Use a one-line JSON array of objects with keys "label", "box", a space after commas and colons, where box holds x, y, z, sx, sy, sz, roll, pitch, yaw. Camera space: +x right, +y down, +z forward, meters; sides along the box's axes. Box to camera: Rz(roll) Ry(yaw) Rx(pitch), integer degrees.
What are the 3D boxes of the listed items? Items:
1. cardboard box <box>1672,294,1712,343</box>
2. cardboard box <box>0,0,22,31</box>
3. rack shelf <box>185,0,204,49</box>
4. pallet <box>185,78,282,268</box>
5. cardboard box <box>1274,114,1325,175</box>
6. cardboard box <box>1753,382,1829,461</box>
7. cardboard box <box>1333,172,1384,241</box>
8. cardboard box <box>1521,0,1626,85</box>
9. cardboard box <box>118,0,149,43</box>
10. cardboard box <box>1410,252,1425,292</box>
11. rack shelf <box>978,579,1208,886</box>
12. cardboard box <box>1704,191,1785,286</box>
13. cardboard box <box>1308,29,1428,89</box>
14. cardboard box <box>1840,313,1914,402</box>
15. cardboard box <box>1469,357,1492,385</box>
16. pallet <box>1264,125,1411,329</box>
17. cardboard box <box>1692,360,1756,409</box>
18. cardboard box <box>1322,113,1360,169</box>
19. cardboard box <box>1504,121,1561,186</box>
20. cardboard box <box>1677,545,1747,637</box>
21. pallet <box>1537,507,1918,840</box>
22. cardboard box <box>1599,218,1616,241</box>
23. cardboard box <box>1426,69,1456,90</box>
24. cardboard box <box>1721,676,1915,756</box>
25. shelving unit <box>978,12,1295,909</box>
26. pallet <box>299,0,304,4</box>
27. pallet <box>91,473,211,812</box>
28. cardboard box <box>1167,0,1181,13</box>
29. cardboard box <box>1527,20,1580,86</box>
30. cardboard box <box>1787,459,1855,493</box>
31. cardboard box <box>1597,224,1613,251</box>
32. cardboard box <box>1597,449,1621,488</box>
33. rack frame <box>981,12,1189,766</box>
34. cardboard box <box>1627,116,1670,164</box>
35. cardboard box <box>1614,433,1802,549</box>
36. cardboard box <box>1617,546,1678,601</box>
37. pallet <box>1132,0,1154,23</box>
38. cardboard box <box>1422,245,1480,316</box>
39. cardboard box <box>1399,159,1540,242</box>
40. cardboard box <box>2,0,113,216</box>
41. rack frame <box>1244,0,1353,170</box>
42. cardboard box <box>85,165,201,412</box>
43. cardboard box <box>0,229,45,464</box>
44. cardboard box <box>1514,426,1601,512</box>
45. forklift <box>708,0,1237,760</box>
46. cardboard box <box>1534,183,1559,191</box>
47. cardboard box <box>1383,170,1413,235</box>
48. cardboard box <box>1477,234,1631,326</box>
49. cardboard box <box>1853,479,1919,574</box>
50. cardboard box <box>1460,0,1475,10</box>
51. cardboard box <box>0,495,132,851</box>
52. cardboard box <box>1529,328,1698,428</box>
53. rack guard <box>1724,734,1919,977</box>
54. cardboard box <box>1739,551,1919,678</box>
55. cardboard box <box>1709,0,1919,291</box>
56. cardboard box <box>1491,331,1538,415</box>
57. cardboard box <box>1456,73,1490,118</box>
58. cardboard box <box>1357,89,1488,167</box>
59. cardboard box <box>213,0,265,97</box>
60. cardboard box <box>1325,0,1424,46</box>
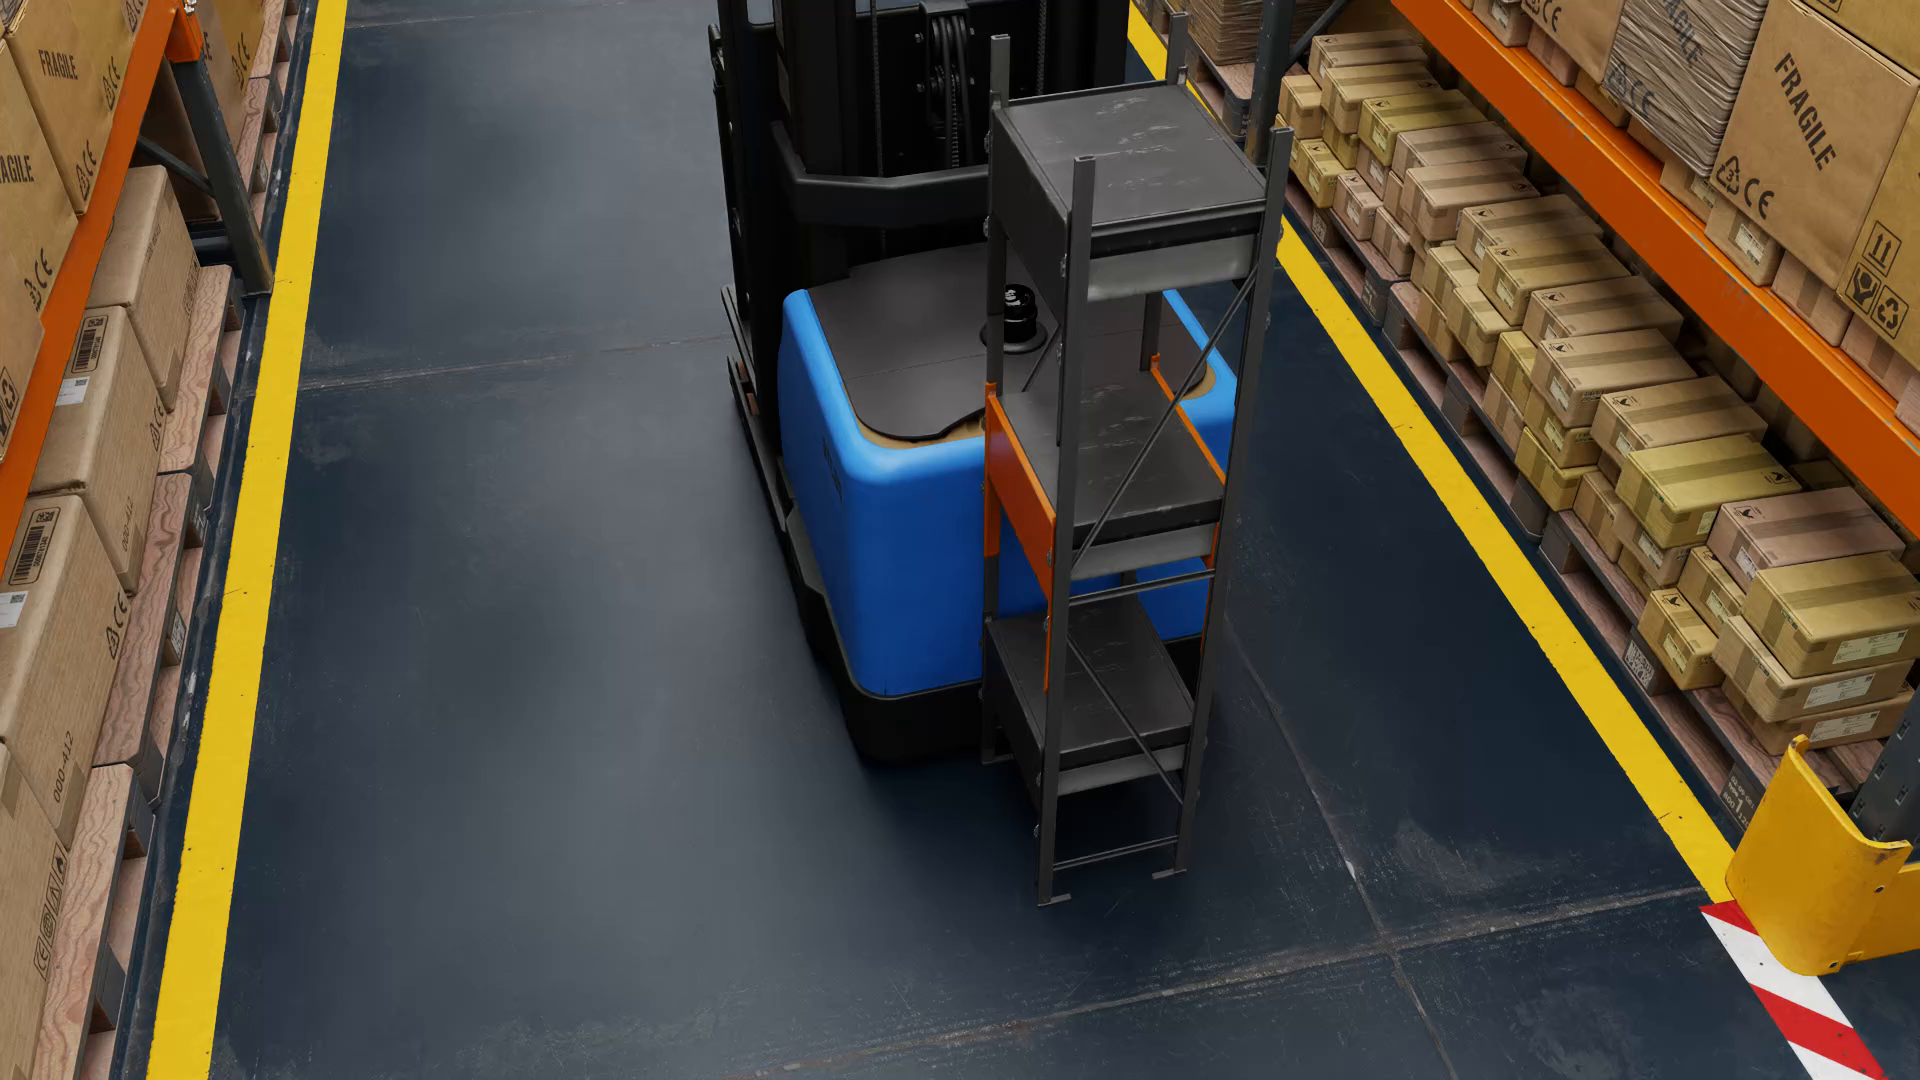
[{"label": "cardboard box", "box": [2.487, -0.748, 5.216, 0.380, 0.149, 0.250, -8, 42, -9]}, {"label": "cardboard box", "box": [-2.511, -1.500, 3.852, 0.500, 0.500, 0.500, -8, 42, -9]}, {"label": "rack shelf", "box": [-3.535, -3.041, 6.958, 1.077, 0.370, 4.000, -8, 42, -9]}, {"label": "pallet", "box": [-3.343, -1.460, 6.736, 1.003, 0.211, 1.213, -8, 42, -9]}, {"label": "cardboard box", "box": [1.473, -1.597, 6.621, 0.380, 0.149, 0.250, -10, 43, -11]}, {"label": "cardboard box", "box": [2.550, -0.389, 4.812, 0.380, 0.149, 0.250, -10, 43, -11]}, {"label": "cardboard box", "box": [1.635, -1.271, 6.254, 0.380, 0.149, 0.250, -9, 42, -9]}, {"label": "cardboard box", "box": [1.901, -1.585, 4.477, 0.500, 0.500, 0.500, -6, 42, -7]}, {"label": "cardboard box", "box": [-2.753, -1.787, 4.928, 0.500, 0.500, 0.500, -8, 42, -9]}, {"label": "cardboard box", "box": [1.831, -0.944, 5.886, 0.380, 0.149, 0.250, -10, 43, -11]}, {"label": "rack shelf", "box": [0.320, 0.483, 4.199, 0.431, 0.518, 0.480, -11, 43, -12]}, {"label": "cardboard box", "box": [2.062, -0.762, 4.038, 0.380, 0.149, 0.250, -7, 42, -8]}, {"label": "cardboard box", "box": [1.581, -1.849, 6.456, 0.380, 0.149, 0.250, -7, 42, -8]}, {"label": "cardboard box", "box": [2.208, -0.439, 3.674, 0.380, 0.149, 0.250, -8, 42, -9]}, {"label": "cardboard box", "box": [1.924, -0.603, 5.501, 0.380, 0.149, 0.250, -7, 42, -8]}, {"label": "pallet", "box": [1.888, -1.315, 6.573, 1.003, 0.211, 1.213, -8, 42, -9]}, {"label": "cardboard box", "box": [2.467, -0.446, 5.100, 0.380, 0.149, 0.250, -10, 43, -11]}, {"label": "cardboard box", "box": [1.617, -1.559, 6.353, 0.380, 0.149, 0.250, -8, 42, -9]}, {"label": "cardboard box", "box": [2.174, -1.409, 5.961, 0.380, 0.149, 0.250, -7, 42, -8]}, {"label": "cardboard box", "box": [2.175, 0.124, 4.458, 0.380, 0.149, 0.250, -9, 42, -10]}, {"label": "pallet", "box": [2.415, 0.266, 4.791, 1.003, 0.211, 1.213, -8, 42, -9]}, {"label": "cardboard box", "box": [2.393, -1.074, 5.583, 0.380, 0.149, 0.250, -10, 43, -11]}, {"label": "cardboard box", "box": [2.087, -1.832, 6.661, 0.380, 0.149, 0.250, -8, 42, -8]}, {"label": "cardboard box", "box": [2.255, 0.402, 4.369, 0.380, 0.149, 0.250, -8, 42, -9]}, {"label": "shelving unit", "box": [0.320, -0.051, 3.726, 0.431, 2.100, 0.503, -11, 43, -12]}, {"label": "pallet", "box": [-3.870, -3.042, 8.518, 1.003, 0.211, 1.213, -8, 42, -9]}, {"label": "pallet", "box": [-2.749, 0.326, 4.724, 1.003, 0.211, 1.213, -8, 42, -9]}, {"label": "cardboard box", "box": [1.192, -2.787, 7.697, 0.500, 0.500, 0.500, -9, 42, -10]}, {"label": "cardboard box", "box": [1.885, -1.450, 4.814, 0.380, 0.149, 0.250, -7, 42, -8]}, {"label": "cardboard box", "box": [2.566, -0.106, 4.717, 0.380, 0.149, 0.250, -8, 42, -9]}, {"label": "cardboard box", "box": [2.303, -0.972, 5.692, 0.380, 0.149, 0.250, -10, 43, -11]}, {"label": "cardboard box", "box": [2.108, -0.225, 4.851, 0.380, 0.149, 0.250, -9, 42, -10]}, {"label": "rack frame", "box": [0.253, -0.207, 3.901, 0.400, 2.100, 0.015, -11, 43, -12]}, {"label": "cardboard box", "box": [2.033, -1.120, 4.442, 0.380, 0.149, 0.250, -10, 43, -11]}, {"label": "cardboard box", "box": [2.032, -0.137, 4.528, 0.380, 0.149, 0.250, -9, 42, -10]}, {"label": "cardboard box", "box": [2.127, 0.066, 4.747, 0.380, 0.149, 0.250, -9, 42, -9]}, {"label": "pallet", "box": [1.272, -3.043, 8.519, 1.003, 0.211, 1.213, -8, 42, -9]}, {"label": "cardboard box", "box": [1.789, -0.876, 5.585, 0.380, 0.149, 0.250, -9, 42, -10]}, {"label": "cardboard box", "box": [1.739, -1.163, 5.683, 0.380, 0.149, 0.250, -7, 42, -8]}, {"label": "cardboard box", "box": [-2.514, -1.131, 4.189, 0.500, 0.500, 0.500, -9, 42, -10]}, {"label": "rack frame", "box": [1.708, -2.789, 6.132, 1.000, 3.000, 0.127, -8, 42, -9]}, {"label": "cardboard box", "box": [-3.072, -0.790, 5.494, 0.875, 0.438, 0.875, -9, 42, -10]}, {"label": "cardboard box", "box": [-2.292, -0.467, 3.441, 0.500, 0.500, 0.500, -9, 42, -10]}, {"label": "cardboard box", "box": [1.945, -0.248, 5.101, 0.380, 0.149, 0.250, -10, 43, -11]}, {"label": "forklift", "box": [-0.170, -1.494, 4.725, 1.130, 2.935, 3.031, -11, 43, -12]}, {"label": "cardboard box", "box": [2.191, -1.311, 6.074, 0.380, 0.149, 0.250, -8, 42, -9]}, {"label": "cardboard box", "box": [1.760, -1.230, 5.984, 0.380, 0.149, 0.250, -10, 43, -11]}, {"label": "cardboard box", "box": [1.893, -0.832, 5.311, 0.380, 0.149, 0.250, -8, 42, -9]}, {"label": "cardboard box", "box": [2.614, -0.059, 4.440, 0.380, 0.149, 0.250, -8, 42, -9]}, {"label": "cardboard box", "box": [1.731, -1.792, 5.199, 0.380, 0.149, 0.250, -8, 42, -8]}, {"label": "cardboard box", "box": [-2.686, 0.375, 4.182, 0.875, 0.438, 0.875, -7, 42, -8]}, {"label": "cardboard box", "box": [1.926, -0.480, 4.914, 0.380, 0.149, 0.250, -7, 42, -8]}, {"label": "rack guard", "box": [2.555, 0.690, 4.096, 1.175, 0.500, 0.348, -8, 42, -9]}, {"label": "cardboard box", "box": [2.210, 0.184, 4.166, 0.380, 0.149, 0.250, -8, 42, -9]}, {"label": "cardboard box", "box": [2.117, -0.933, 3.743, 0.500, 0.500, 0.500, -9, 42, -10]}, {"label": "cardboard box", "box": [1.904, -0.538, 5.204, 0.380, 0.149, 0.250, -6, 42, -7]}, {"label": "cardboard box", "box": [2.133, -1.749, 6.343, 0.380, 0.149, 0.250, -8, 42, -9]}, {"label": "cardboard box", "box": [1.685, -1.505, 6.069, 0.380, 0.149, 0.250, -9, 42, -10]}, {"label": "cardboard box", "box": [-3.518, -2.351, 6.923, 0.875, 0.875, 0.875, -7, 42, -8]}, {"label": "cardboard box", "box": [1.808, -2.528, 7.405, 0.500, 0.500, 0.500, -7, 42, -8]}]
